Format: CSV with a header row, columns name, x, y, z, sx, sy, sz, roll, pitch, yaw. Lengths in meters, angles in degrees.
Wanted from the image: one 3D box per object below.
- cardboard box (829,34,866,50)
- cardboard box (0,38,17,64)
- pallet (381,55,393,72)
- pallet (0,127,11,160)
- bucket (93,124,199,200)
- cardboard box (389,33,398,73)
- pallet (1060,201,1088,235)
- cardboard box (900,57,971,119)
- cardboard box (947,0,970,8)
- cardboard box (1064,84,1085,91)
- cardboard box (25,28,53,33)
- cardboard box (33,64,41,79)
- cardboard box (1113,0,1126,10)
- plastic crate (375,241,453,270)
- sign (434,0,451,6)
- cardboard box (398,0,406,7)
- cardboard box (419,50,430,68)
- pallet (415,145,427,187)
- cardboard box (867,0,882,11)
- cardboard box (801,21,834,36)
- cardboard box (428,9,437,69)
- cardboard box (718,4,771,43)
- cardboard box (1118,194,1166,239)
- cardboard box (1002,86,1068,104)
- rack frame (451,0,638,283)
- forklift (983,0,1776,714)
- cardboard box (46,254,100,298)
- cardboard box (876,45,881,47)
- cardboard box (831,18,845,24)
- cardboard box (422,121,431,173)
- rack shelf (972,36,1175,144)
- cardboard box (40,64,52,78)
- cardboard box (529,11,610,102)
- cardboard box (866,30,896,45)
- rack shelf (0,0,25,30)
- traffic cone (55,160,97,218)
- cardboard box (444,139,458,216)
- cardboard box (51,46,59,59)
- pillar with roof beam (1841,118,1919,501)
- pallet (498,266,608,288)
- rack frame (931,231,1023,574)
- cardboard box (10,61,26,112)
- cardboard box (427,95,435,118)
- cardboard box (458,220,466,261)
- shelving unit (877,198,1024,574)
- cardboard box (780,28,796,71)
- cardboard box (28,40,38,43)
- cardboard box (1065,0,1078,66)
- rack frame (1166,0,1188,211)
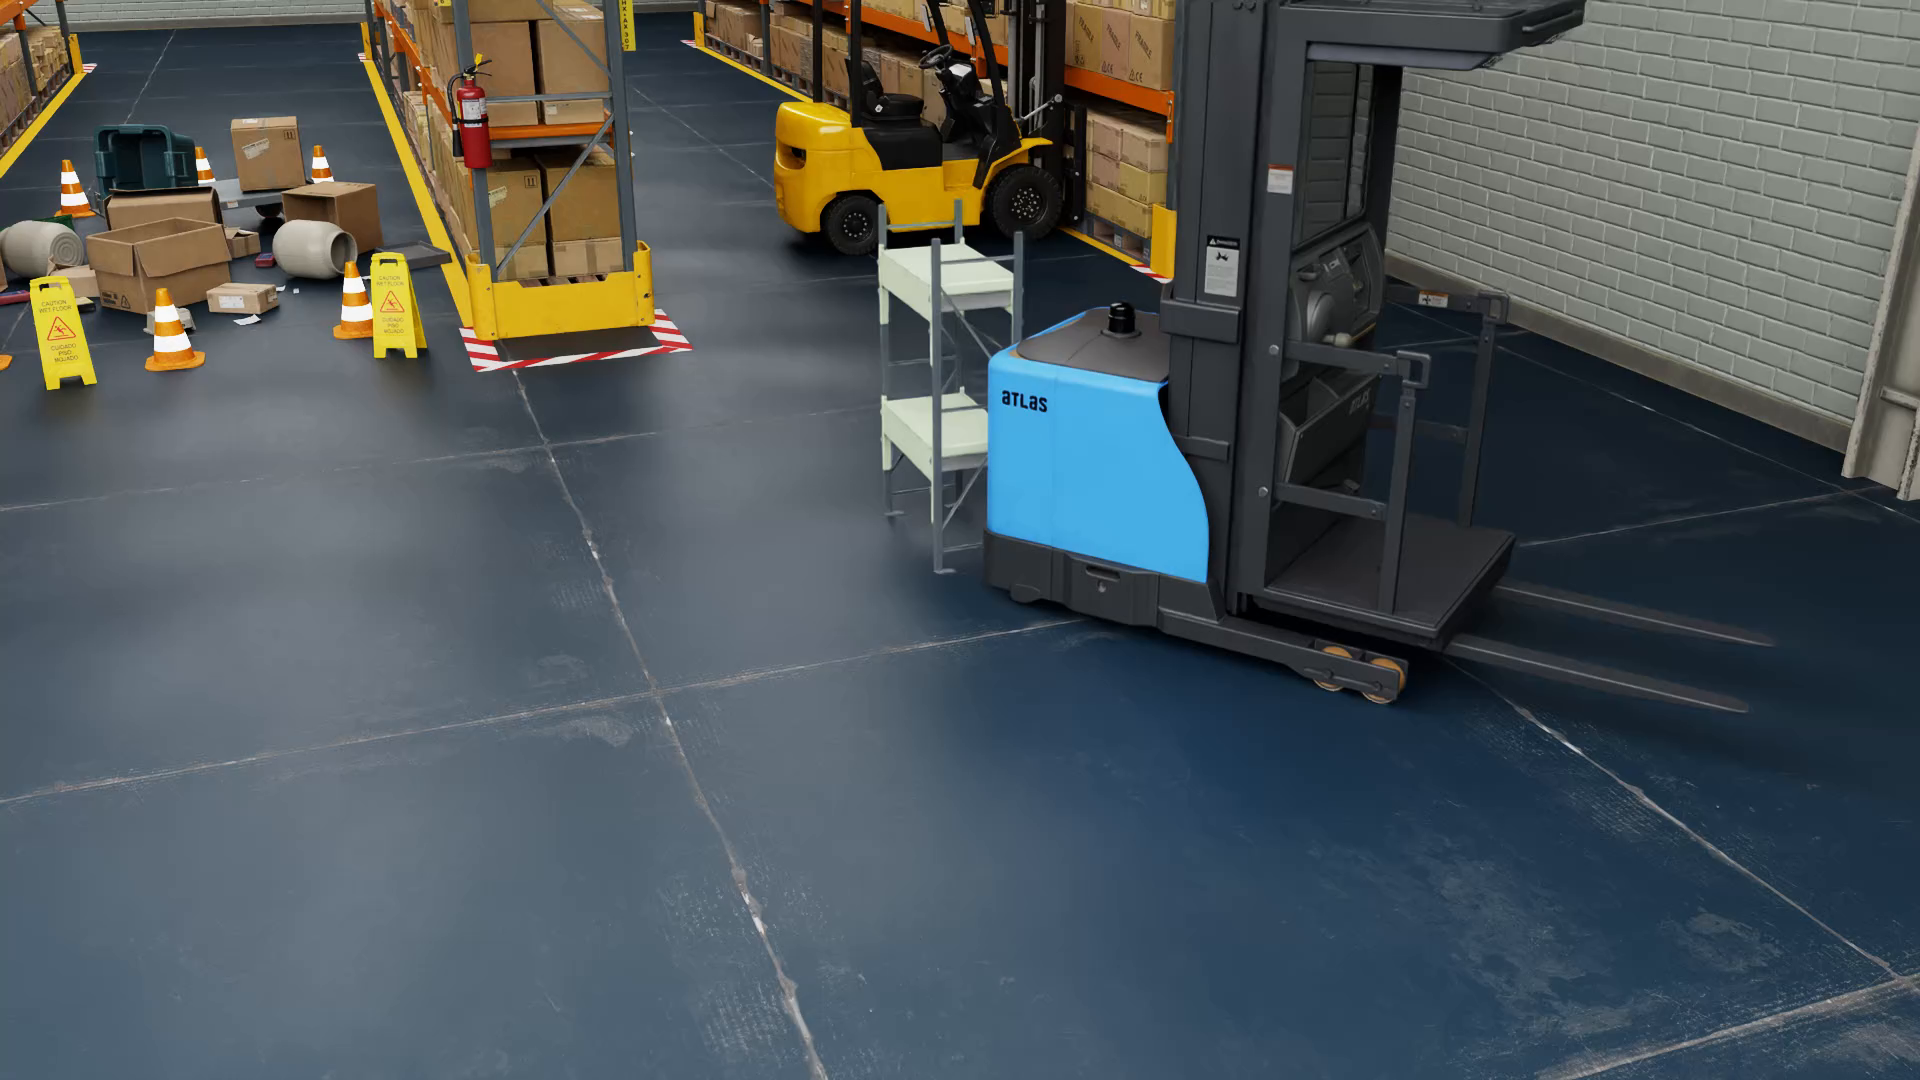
name,x,y,z,sx,sy,sz,roll,pitch,yaw
cardboard box,-1.341,-5.958,19.867,0.380,0.149,0.250,-10,25,-22
cardboard box,-10.786,-5.396,18.403,0.500,0.250,0.500,-7,24,-16
pallet,-7.490,-6.595,23.126,1.003,0.211,1.213,-8,24,-19
pallet,-10.316,-3.979,16.919,1.003,0.211,1.213,-8,24,-19
bucket,-6.423,-2.985,13.229,0.726,0.611,0.620,0,13,-1
cardboard box,-6.981,-6.405,21.842,0.875,0.438,0.875,-9,24,-20
pallet,1.286,-2.901,14.361,1.003,0.211,1.213,-8,24,-19
cardboard box,-0.120,-4.768,17.717,0.875,0.625,0.625,-9,25,-21
cardboard box,0.196,-5.229,15.845,0.500,0.250,0.500,-9,24,-20
cardboard box,1.157,-3.978,15.038,0.500,0.250,0.500,-9,24,-20
cardboard box,-12.408,-6.784,22.347,0.380,0.149,0.250,-8,24,-18
cardboard box,-11.283,-5.626,19.983,0.380,0.149,0.250,-7,24,-17
cardboard box,1.408,-4.187,12.858,0.380,0.149,0.250,-9,24,-19
plastic crate,-4.246,-2.214,12.900,0.402,0.080,0.583,-18,29,-37
sign,-3.146,-3.399,10.055,0.100,0.325,0.005,-8,24,-19
cardboard box,-5.306,-5.314,16.279,0.380,0.149,0.250,-8,24,-19
cardboard box,-4.222,-3.968,13.626,0.380,0.149,0.250,-8,24,-19
pallet,-4.744,-3.684,16.219,1.003,0.211,1.213,-8,24,-19
cardboard box,-0.703,-5.931,18.153,0.500,0.250,0.500,-9,24,-20
cardboard box,-1.819,-6.539,21.246,0.380,0.149,0.250,-7,24,-17
cardboard box,-3.577,-3.683,12.115,0.500,0.500,0.500,-8,24,-18
cardboard box,-3.237,-7.775,25.014,0.700,0.500,0.500,-7,24,-17
cardboard box,1.561,-2.525,12.879,0.500,0.250,0.500,-8,24,-19
cardboard box,0.658,-3.906,14.867,0.500,0.250,0.500,-8,24,-19
rack frame,-2.620,-2.789,10.505,1.000,3.000,0.127,-8,24,-19
forklift,1.621,-0.968,6.273,3.031,2.935,1.130,14,26,29
cardboard box,-6.298,-1.895,11.904,0.396,0.266,0.258,-4,23,-10
cardboard box,-0.846,-5.792,20.309,0.500,0.500,0.500,-8,24,-19
cardboard box,-1.463,-6.699,21.625,0.380,0.149,0.250,-8,24,-18
cardboard box,-4.478,-3.676,15.452,0.950,0.372,0.625,-7,24,-16
rack shelf,1.316,-3.867,13.988,1.077,0.370,4.000,-8,24,-19
cardboard box,-11.779,-5.955,21.148,0.380,0.149,0.250,-9,24,-20
cardboard box,-2.528,-3.182,10.927,0.500,0.500,0.500,-9,24,-20
cardboard box,-0.928,-6.131,20.276,0.380,0.149,0.250,-8,24,-18
rack shelf,-10.748,-5.375,17.567,1.077,0.370,4.000,-8,24,-19
traffic cone,-7.689,-3.052,14.395,0.336,0.463,0.334,-8,24,-19
cardboard box,-3.506,-2.690,12.304,0.500,0.500,0.500,-9,24,-20
cardboard box,-12.034,-6.376,21.763,0.380,0.149,0.250,-8,24,-18
pillar with roof beam,0.712,-3.842,5.279,9.100,9.000,0.400,-8,24,-19
pallet,-2.901,-1.832,11.824,1.003,0.211,1.213,-8,24,-19
rack frame,0.073,-0.570,7.172,0.400,1.500,0.023,-8,24,-18
cardboard box,-10.776,-5.054,18.557,0.500,0.500,0.500,-9,24,-20
cardboard box,-4.089,-3.508,13.410,0.380,0.149,0.250,-8,24,-18
cardboard box,-3.333,-2.162,12.016,0.500,0.250,0.500,-8,24,-19
shelving unit,-0.052,-0.704,7.489,0.431,1.500,0.755,-8,24,-18
cardboard box,-2.059,-6.474,21.927,0.500,0.500,0.500,-9,24,-20
cardboard box,-11.860,-6.217,21.003,0.380,0.149,0.250,-9,25,-21
cardboard box,1.059,-4.217,13.765,0.500,0.500,0.500,-8,24,-19
rack frame,2.022,-3.471,12.124,1.000,3.000,0.127,-8,24,-19
